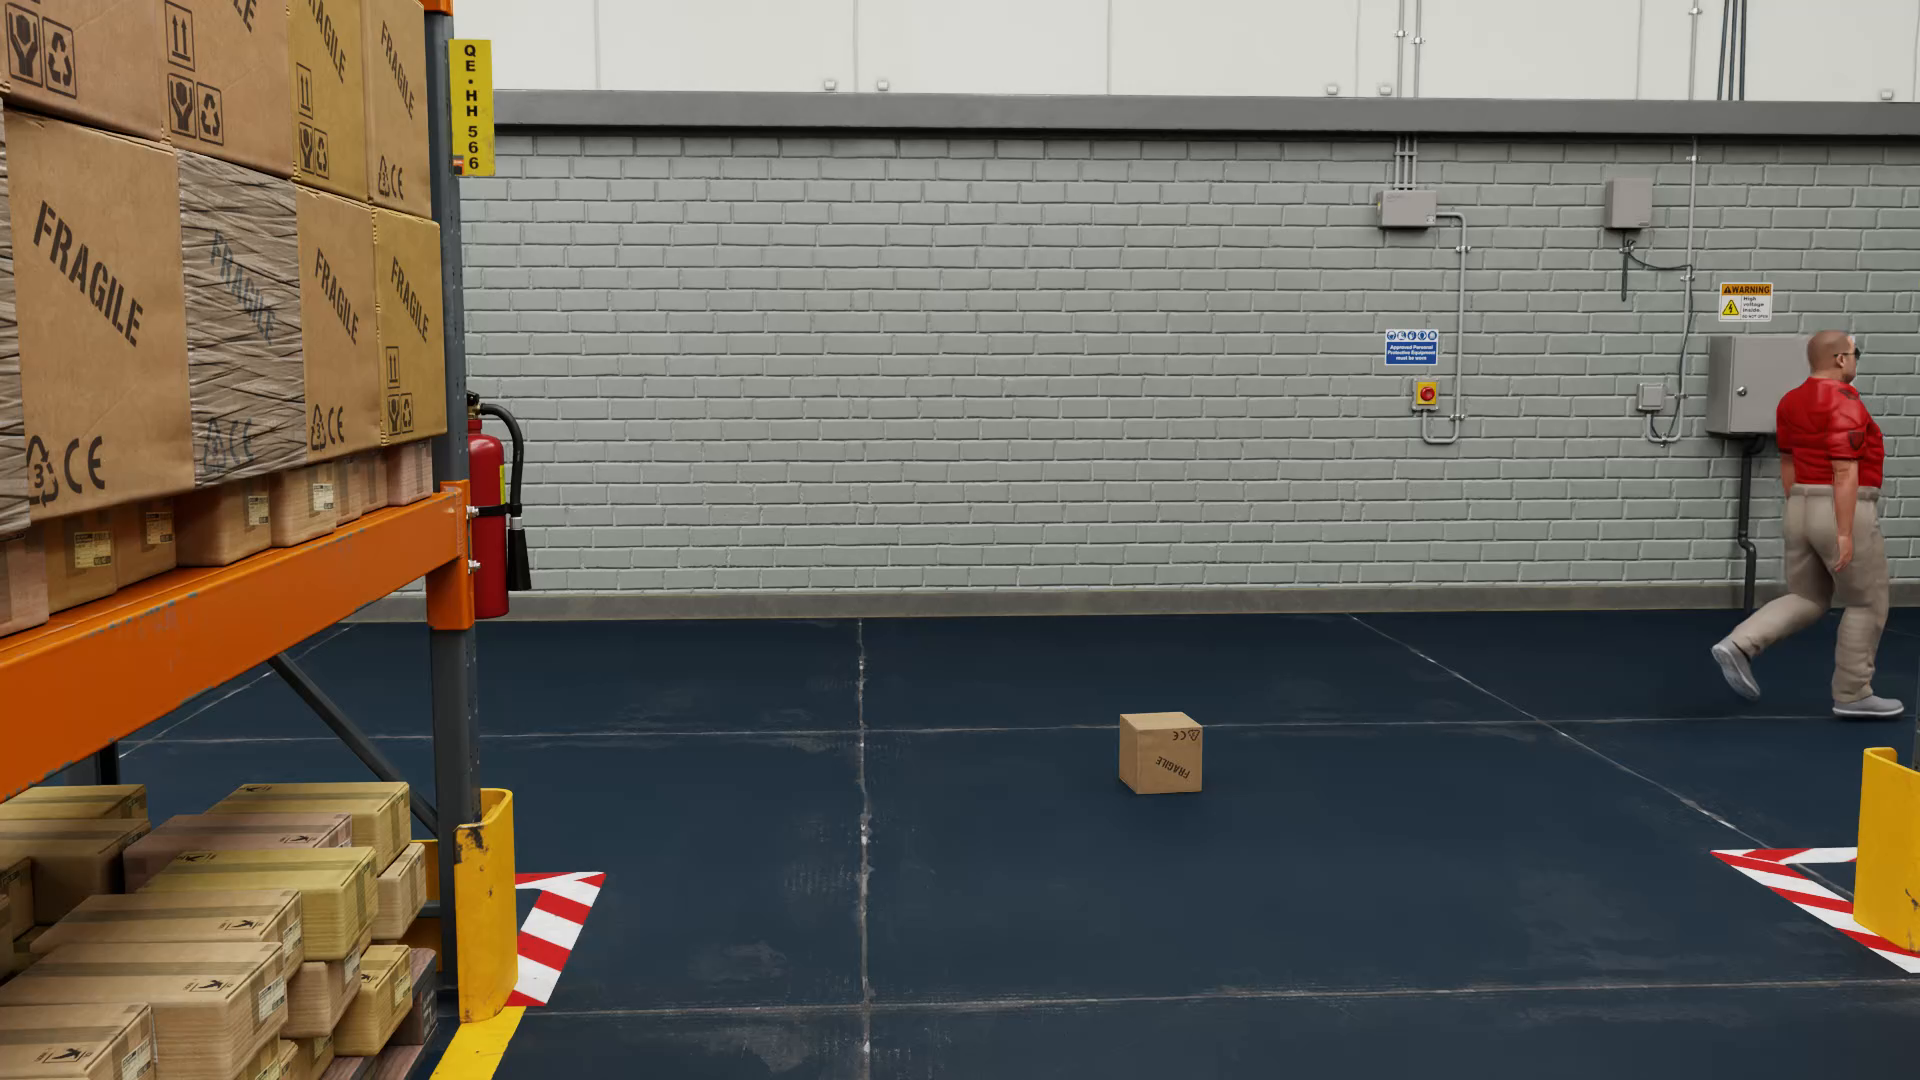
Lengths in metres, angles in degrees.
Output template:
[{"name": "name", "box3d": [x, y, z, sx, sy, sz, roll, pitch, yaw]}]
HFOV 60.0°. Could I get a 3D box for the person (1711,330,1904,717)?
[{"name": "person", "box3d": [3.793, -0.073, 7.341, 0.800, 1.698, 0.533, -1, 7, -10]}]
